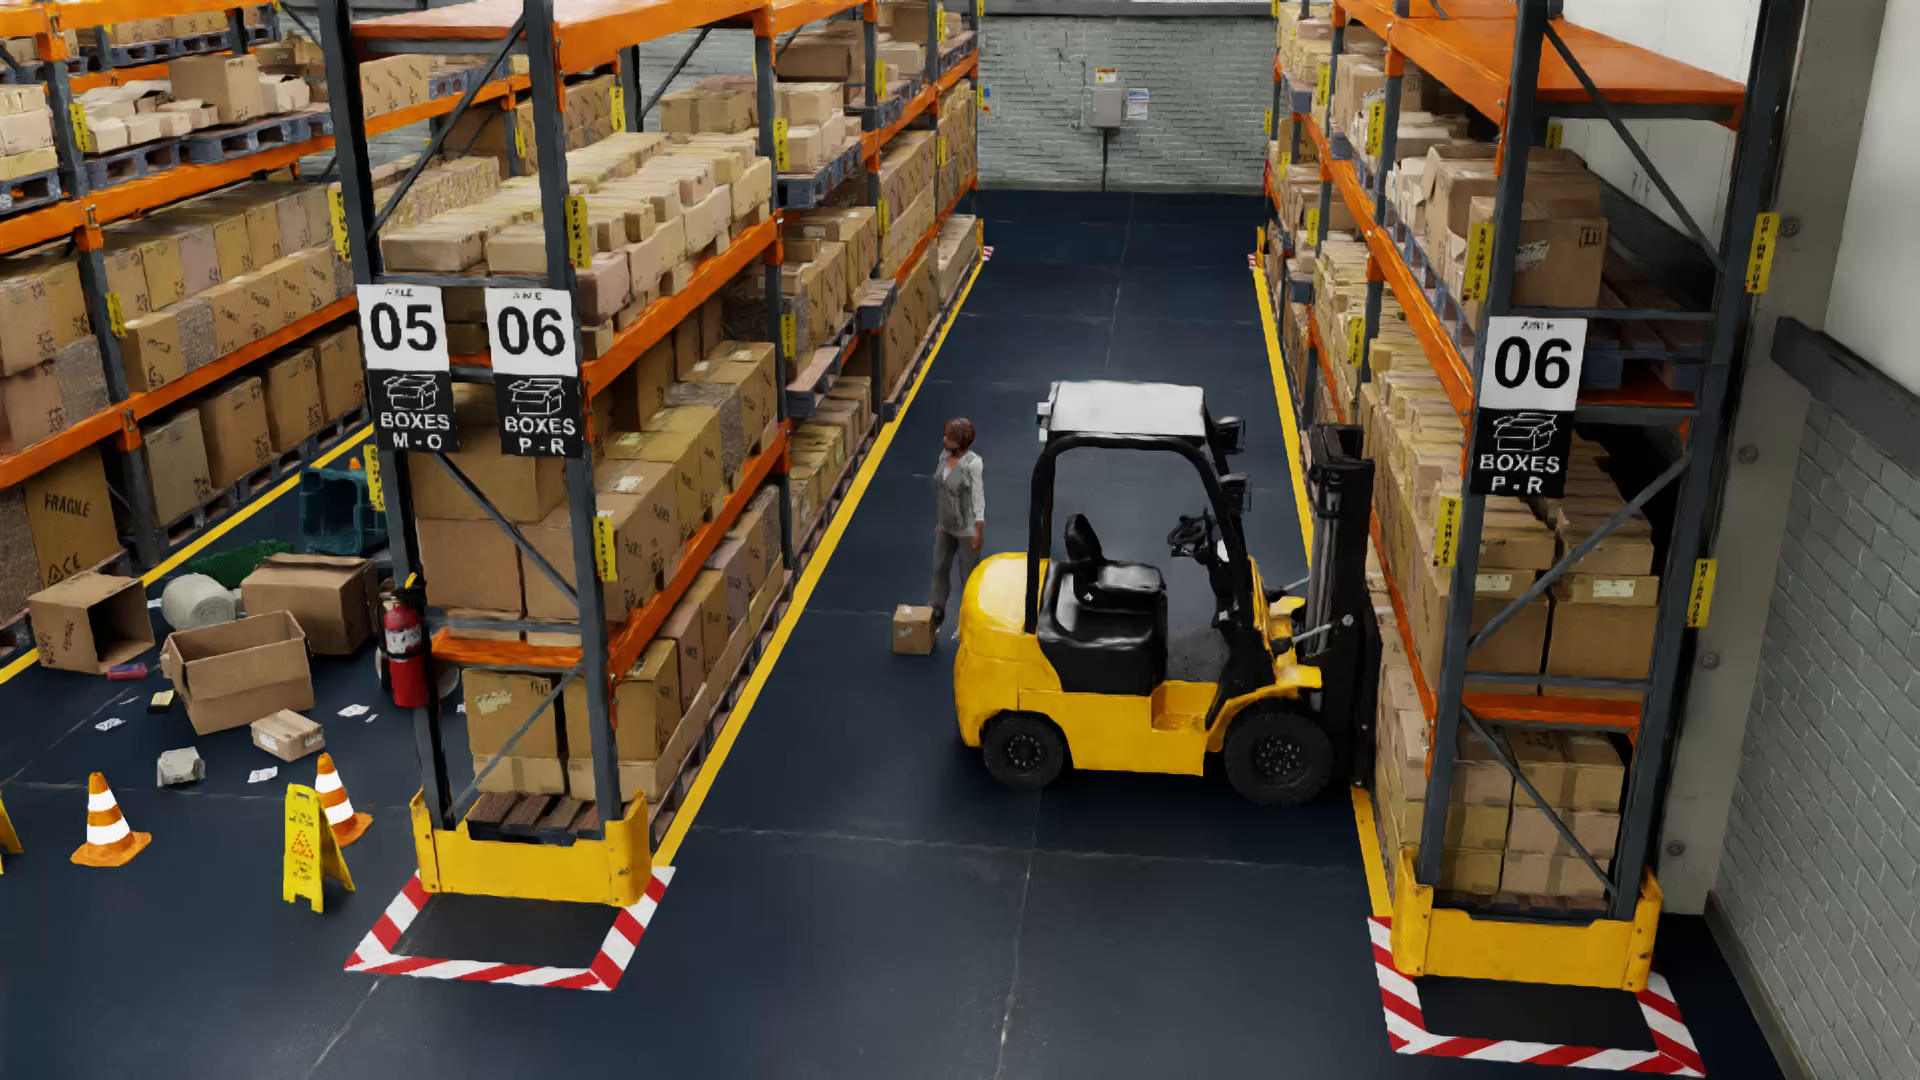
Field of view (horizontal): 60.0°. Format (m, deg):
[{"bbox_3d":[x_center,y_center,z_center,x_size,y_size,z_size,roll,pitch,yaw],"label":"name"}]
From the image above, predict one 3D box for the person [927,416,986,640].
[{"bbox_3d":[-0.052,-0.056,11.215,0.503,1.602,0.422,-18,28,-38],"label":"person"}]
